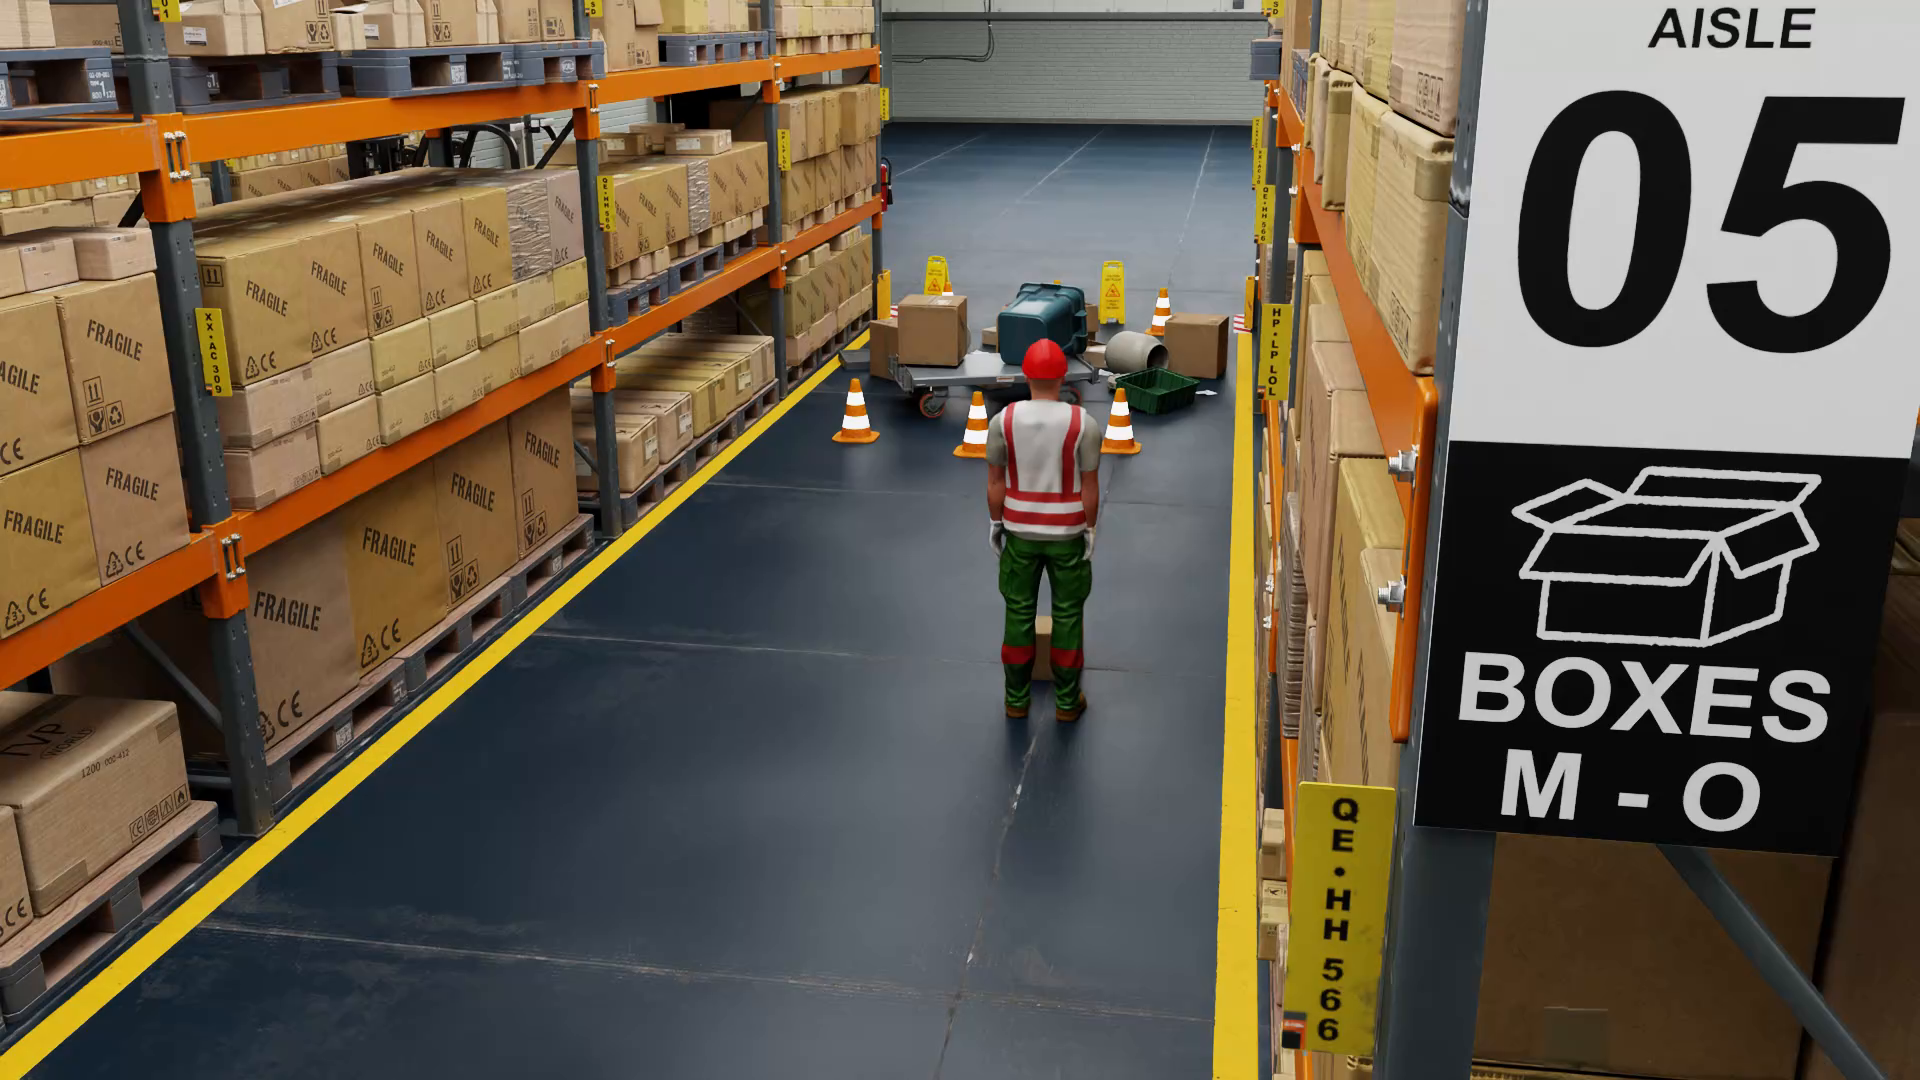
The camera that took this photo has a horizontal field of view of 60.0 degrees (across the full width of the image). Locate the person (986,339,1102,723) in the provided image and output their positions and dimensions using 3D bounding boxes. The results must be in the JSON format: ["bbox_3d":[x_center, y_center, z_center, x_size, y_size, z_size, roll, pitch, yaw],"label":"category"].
[{"bbox_3d":[0.384,-0.042,7.641,0.524,1.789,0.339,3,18,10],"label":"person"}]
